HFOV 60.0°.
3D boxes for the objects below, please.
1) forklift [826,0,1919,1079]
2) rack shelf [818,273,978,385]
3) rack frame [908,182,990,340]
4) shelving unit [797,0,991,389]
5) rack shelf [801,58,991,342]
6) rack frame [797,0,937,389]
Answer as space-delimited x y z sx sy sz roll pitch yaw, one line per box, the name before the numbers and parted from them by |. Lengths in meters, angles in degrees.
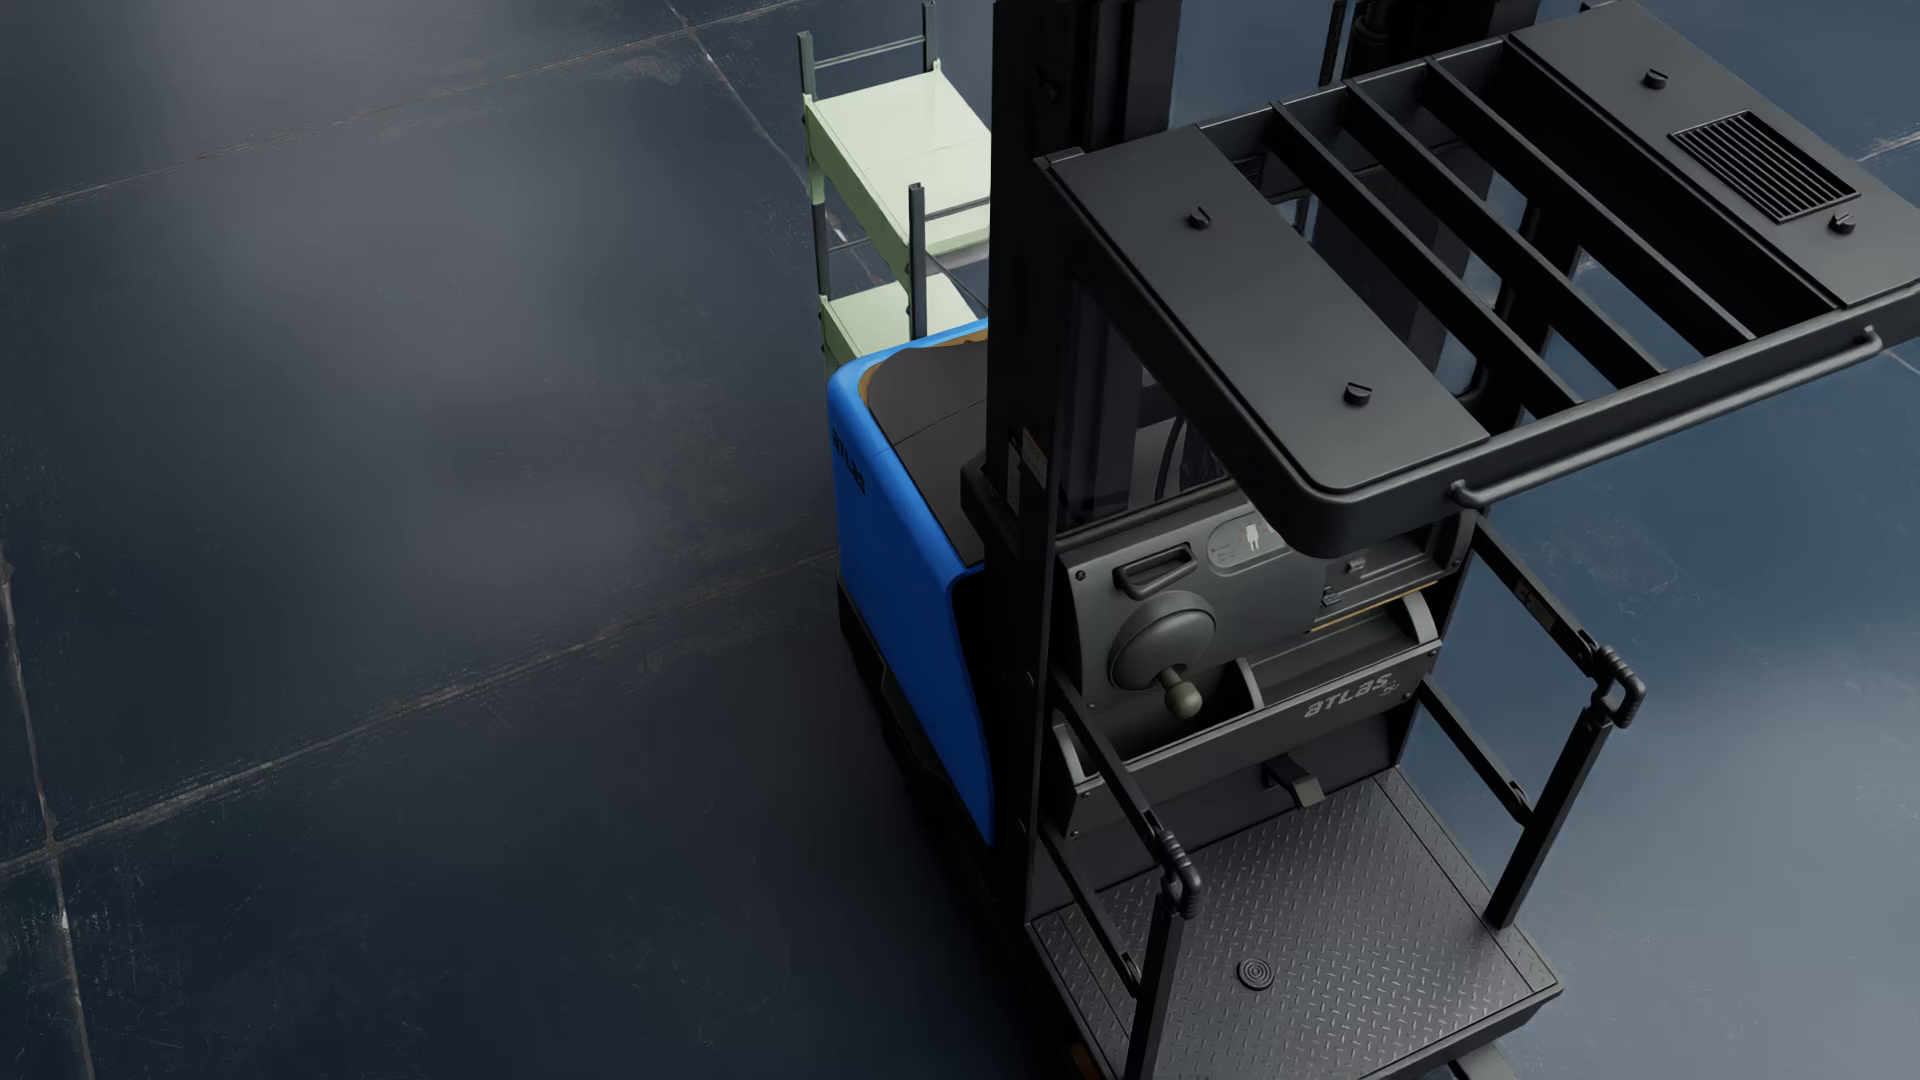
forklift | 0.726 0.155 3.167 1.130 2.935 3.031 -19 52 -16
rack shelf | -0.095 -0.451 5.082 0.431 0.370 0.720 -19 52 -16
rack frame | 0.060 -0.416 4.618 0.400 1.500 0.023 -19 52 -16
shelving unit | -0.095 -0.666 4.836 0.431 1.500 0.755 -19 52 -16
rack shelf | -0.095 -0.923 4.542 0.431 0.370 0.720 -19 52 -16
rack frame | -0.250 -0.916 5.054 0.400 1.500 0.023 -19 52 -16
